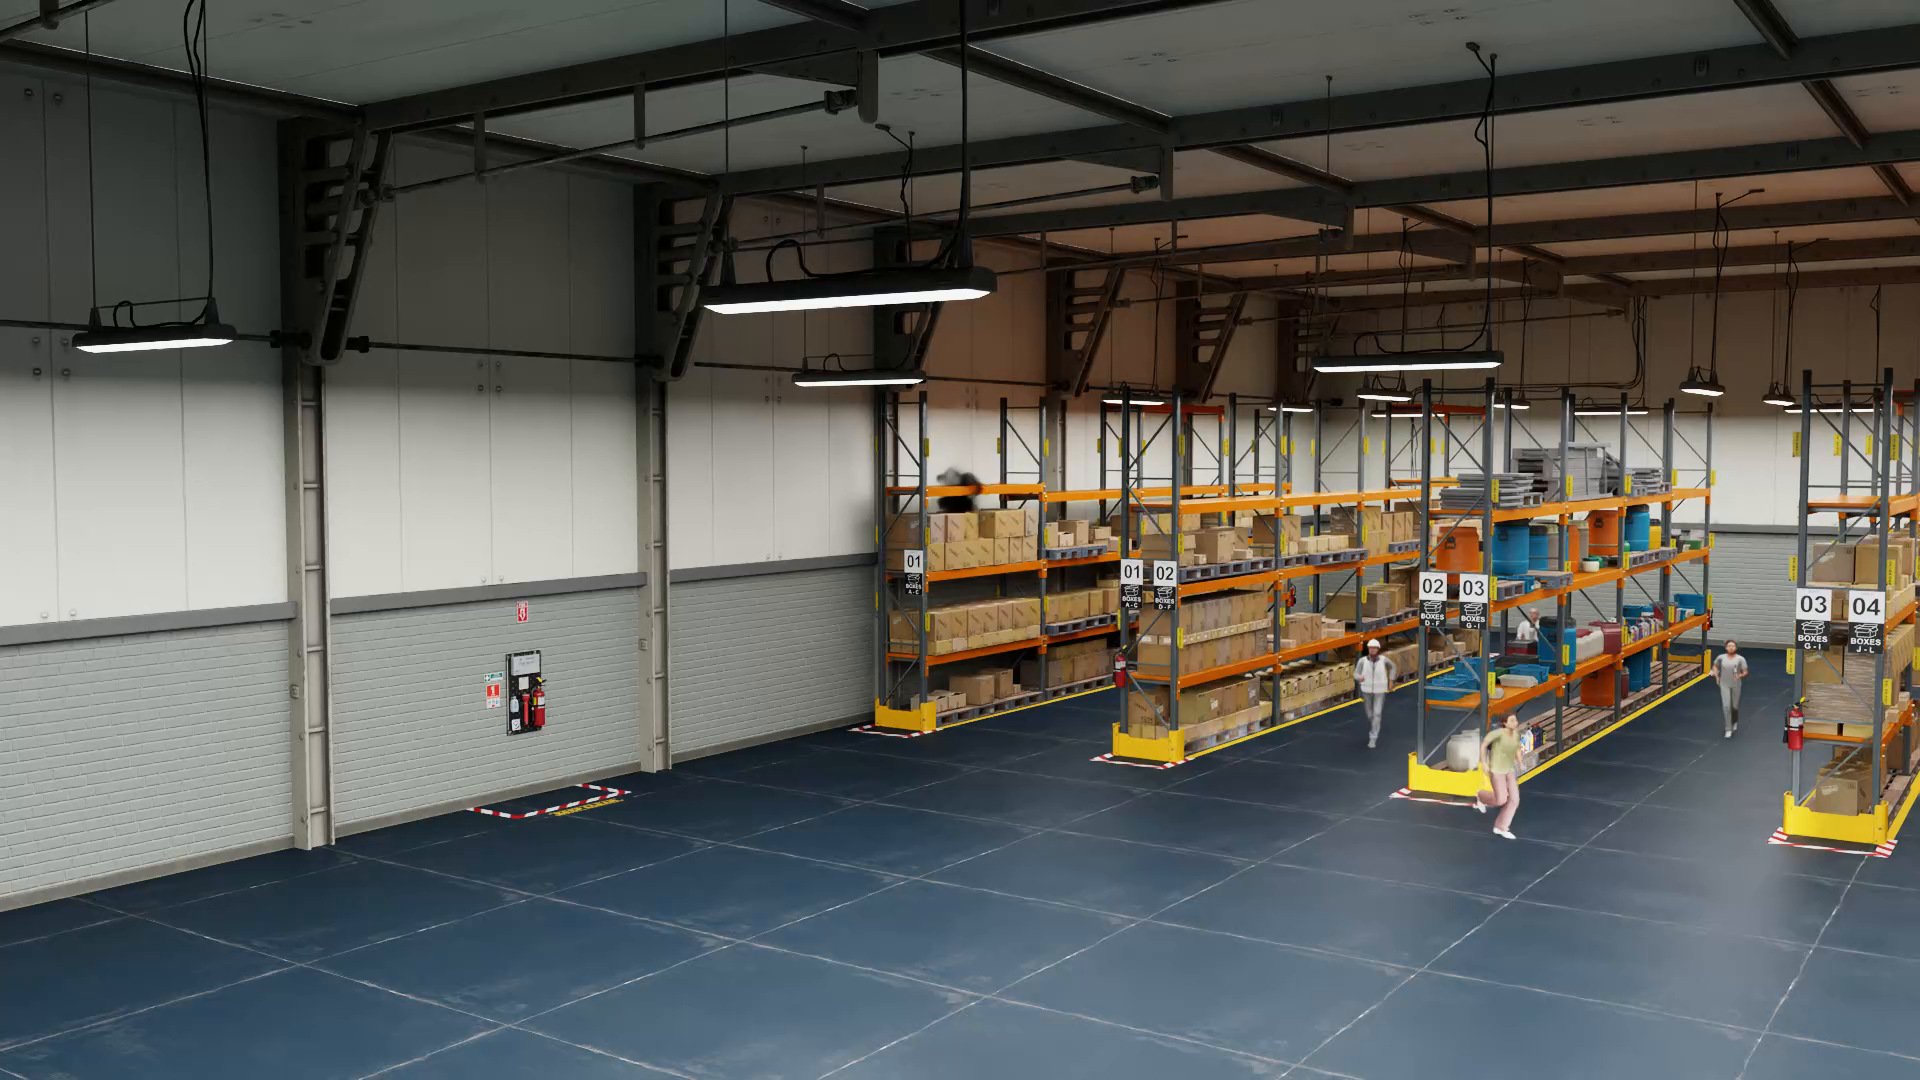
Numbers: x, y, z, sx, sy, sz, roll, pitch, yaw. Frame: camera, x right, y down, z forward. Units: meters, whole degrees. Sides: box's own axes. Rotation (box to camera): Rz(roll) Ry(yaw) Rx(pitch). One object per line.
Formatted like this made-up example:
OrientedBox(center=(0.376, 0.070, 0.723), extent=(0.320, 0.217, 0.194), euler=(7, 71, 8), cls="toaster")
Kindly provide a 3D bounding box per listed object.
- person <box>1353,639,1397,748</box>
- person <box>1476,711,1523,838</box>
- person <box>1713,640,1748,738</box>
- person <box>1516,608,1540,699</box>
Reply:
OrientedBox(center=(7.000, 2.578, 28.088), extent=(0.690, 1.818, 0.923), euler=(1, 3, 21), cls="person")
OrientedBox(center=(6.991, 3.015, 21.601), extent=(0.608, 1.627, 0.678), euler=(-1, 3, -24), cls="person")
OrientedBox(center=(13.406, 2.568, 28.953), extent=(0.570, 1.666, 0.805), euler=(2, 4, 26), cls="person")
OrientedBox(center=(11.495, 2.271, 33.358), extent=(0.685, 1.804, 0.754), euler=(2, 4, 36), cls="person")
